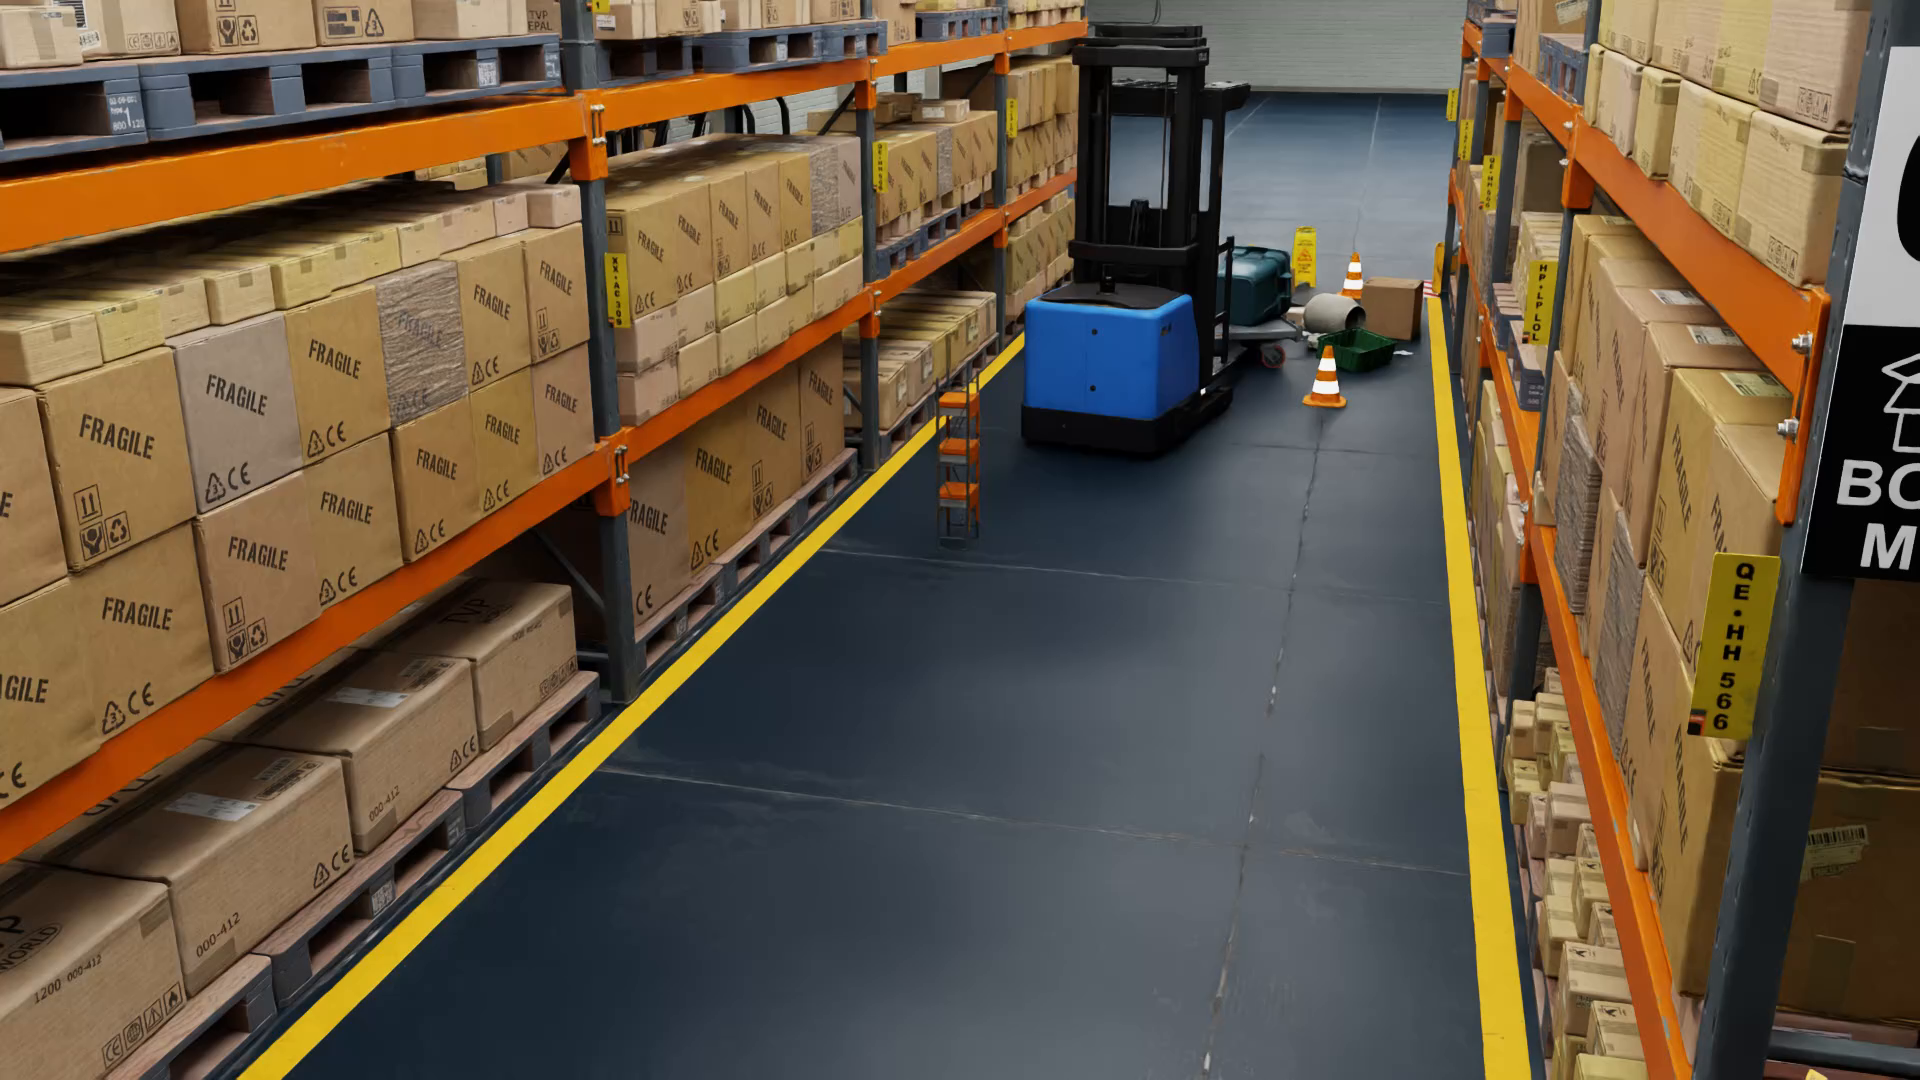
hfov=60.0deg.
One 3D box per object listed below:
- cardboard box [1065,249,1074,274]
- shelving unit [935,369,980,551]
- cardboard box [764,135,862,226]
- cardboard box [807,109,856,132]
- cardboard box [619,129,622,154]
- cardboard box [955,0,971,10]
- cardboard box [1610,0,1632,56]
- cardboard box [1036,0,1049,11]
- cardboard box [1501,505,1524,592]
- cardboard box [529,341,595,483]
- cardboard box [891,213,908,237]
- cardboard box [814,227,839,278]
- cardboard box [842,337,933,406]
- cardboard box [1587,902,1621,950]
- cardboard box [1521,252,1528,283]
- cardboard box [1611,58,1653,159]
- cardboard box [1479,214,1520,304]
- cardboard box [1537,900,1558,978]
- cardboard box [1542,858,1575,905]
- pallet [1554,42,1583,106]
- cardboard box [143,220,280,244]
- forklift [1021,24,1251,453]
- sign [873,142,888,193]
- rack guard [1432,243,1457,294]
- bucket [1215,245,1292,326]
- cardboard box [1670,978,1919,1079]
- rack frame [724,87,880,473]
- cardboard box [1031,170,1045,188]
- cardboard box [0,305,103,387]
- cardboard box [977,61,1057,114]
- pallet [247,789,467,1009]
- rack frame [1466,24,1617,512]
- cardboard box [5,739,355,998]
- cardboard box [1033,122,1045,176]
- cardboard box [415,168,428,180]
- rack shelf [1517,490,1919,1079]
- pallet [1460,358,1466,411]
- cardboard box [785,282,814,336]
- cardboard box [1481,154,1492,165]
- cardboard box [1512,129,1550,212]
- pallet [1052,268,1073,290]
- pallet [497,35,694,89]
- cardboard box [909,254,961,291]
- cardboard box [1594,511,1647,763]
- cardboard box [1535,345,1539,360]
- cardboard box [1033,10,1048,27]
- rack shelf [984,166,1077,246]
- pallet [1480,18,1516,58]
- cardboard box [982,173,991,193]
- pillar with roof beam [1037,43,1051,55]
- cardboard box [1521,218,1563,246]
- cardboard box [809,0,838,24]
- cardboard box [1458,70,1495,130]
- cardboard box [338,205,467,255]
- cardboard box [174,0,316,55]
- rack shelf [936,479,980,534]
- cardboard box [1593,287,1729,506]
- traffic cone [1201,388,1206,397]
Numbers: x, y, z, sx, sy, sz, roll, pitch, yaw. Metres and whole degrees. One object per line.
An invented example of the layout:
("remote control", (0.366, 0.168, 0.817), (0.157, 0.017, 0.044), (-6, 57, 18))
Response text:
("cardboard box", (0.951, -3.064, 18.121), (0.500, 0.250, 0.500), (5, 19, 13))
("shelving unit", (-0.013, -0.480, 9.969), (0.215, 1.050, 0.252), (5, 19, 13))
("cardboard box", (-0.934, -2.279, 10.516), (0.500, 0.500, 0.500), (4, 19, 12))
("cardboard box", (-0.935, -3.170, 12.559), (0.380, 0.149, 0.250), (4, 19, 11))
("cardboard box", (-4.047, -4.389, 18.242), (0.500, 0.500, 0.500), (4, 19, 12))
("cardboard box", (-0.215, -4.389, 13.339), (0.500, 0.250, 0.500), (5, 19, 14))
("cardboard box", (2.309, -1.625, 5.123), (0.500, 0.250, 0.500), (5, 19, 13))
("cardboard box", (0.541, -5.118, 15.664), (0.500, 0.250, 0.500), (5, 19, 14))
("cardboard box", (2.723, 0.048, 7.464), (0.500, 0.250, 0.500), (4, 19, 12))
("cardboard box", (-1.904, -0.569, 7.058), (0.500, 0.500, 0.500), (5, 19, 14))
("cardboard box", (-0.588, -2.276, 11.949), (0.380, 0.149, 0.250), (3, 19, 10))
("cardboard box", (-1.055, -1.774, 10.198), (0.500, 0.250, 0.500), (4, 19, 12))
("cardboard box", (-0.741, -1.304, 12.781), (0.950, 0.372, 0.625), (4, 19, 12))
("cardboard box", (2.058, 1.205, 4.860), (0.380, 0.149, 0.250), (4, 19, 12))
("cardboard box", (3.324, -1.497, 9.210), (0.380, 0.149, 0.250), (4, 19, 12))
("cardboard box", (2.157, -1.233, 4.747), (0.500, 0.250, 0.500), (6, 20, 16))
("cardboard box", (3.613, -1.791, 10.637), (0.500, 0.500, 0.500), (5, 19, 13))
("cardboard box", (2.108, 1.321, 5.440), (0.380, 0.149, 0.250), (4, 19, 12))
("cardboard box", (2.106, 1.179, 5.397), (0.380, 0.149, 0.250), (5, 19, 13))
("pallet", (3.040, -1.844, 6.594), (1.213, 0.211, 1.003), (5, 19, 13))
("cardboard box", (-2.631, -1.032, 5.863), (0.380, 0.149, 0.250), (5, 19, 13))
("forklift", (1.534, -2.438, 12.792), (1.130, 2.935, 3.031), (9, 21, 24))
("sign", (-0.522, -2.446, 10.917), (0.100, 0.325, 0.005), (5, 19, 13))
("rack guard", (5.724, -2.914, 17.945), (1.175, 0.500, 0.348), (5, 19, 13))
("bucket", (2.538, -2.230, 14.789), (0.726, 0.611, 0.620), (12, 32, 32))
("cardboard box", (1.614, 0.920, 3.241), (0.380, 0.149, 0.250), (5, 19, 13))
("rack frame", (-1.061, -1.941, 11.229), (1.000, 3.000, 0.127), (5, 19, 13))
("cardboard box", (0.626, -3.549, 16.327), (0.380, 0.149, 0.250), (5, 19, 14))
("cardboard box", (-2.491, -0.510, 4.336), (0.380, 0.149, 0.250), (5, 20, 15))
("cardboard box", (0.568, -4.461, 16.445), (0.700, 0.500, 0.500), (5, 19, 13))
("pallet", (-2.596, 1.248, 6.207), (1.003, 0.211, 1.213), (5, 19, 13))
("rack frame", (3.763, -1.582, 10.177), (1.000, 3.000, 0.127), (5, 19, 13))
("cardboard box", (-2.736, 1.078, 5.705), (0.875, 0.438, 0.875), (5, 20, 15))
("cardboard box", (0.529, -3.814, 16.099), (0.500, 0.500, 0.500), (4, 19, 13))
("cardboard box", (-5.019, -3.255, 14.536), (0.500, 0.250, 0.500), (5, 19, 14))
("rack shelf", (2.298, 0.639, 4.788), (1.077, 0.370, 4.000), (5, 19, 13))
("pallet", (4.625, -1.268, 13.573), (1.003, 0.211, 1.213), (5, 19, 13))
("cardboard box", (-1.181, -1.373, 9.799), (0.500, 0.250, 0.500), (4, 19, 13))
("cardboard box", (4.819, -3.023, 14.165), (0.875, 0.550, 0.550), (5, 19, 13))
("cardboard box", (4.005, -2.401, 10.874), (0.700, 0.500, 0.500), (4, 19, 13))
("pallet", (0.642, -2.853, 18.214), (1.003, 0.211, 1.213), (5, 19, 13))
("pallet", (-1.862, -2.307, 7.957), (0.805, 0.209, 1.217), (4, 19, 11))
("cardboard box", (-0.200, -2.654, 15.760), (0.500, 0.500, 0.500), (4, 19, 13))
("cardboard box", (1.914, 0.256, 4.183), (0.500, 0.500, 0.500), (5, 19, 14))
("cardboard box", (3.006, -0.956, 8.086), (0.380, 0.149, 0.250), (6, 20, 16))
("cardboard box", (0.630, -4.971, 15.848), (0.380, 0.149, 0.250), (4, 19, 12))
("rack shelf", (0.405, -3.481, 16.851), (1.077, 0.370, 4.000), (5, 19, 13))
("pallet", (3.869, -3.118, 10.326), (1.213, 0.211, 1.003), (6, 20, 16))
("cardboard box", (0.058, -3.091, 14.336), (0.380, 0.149, 0.250), (5, 19, 14))
("pillar with roof beam", (6.539, -16.594, 44.848), (9.100, 9.000, 0.400), (5, 19, 13))
("cardboard box", (3.400, -1.729, 9.427), (0.380, 0.149, 0.250), (4, 19, 12))
("cardboard box", (-1.119, -3.281, 9.708), (0.700, 0.500, 0.500), (4, 19, 11))
("cardboard box", (5.276, -4.213, 15.980), (0.875, 0.550, 0.550), (5, 19, 13))
("cardboard box", (-2.090, -1.161, 6.240), (0.380, 0.149, 0.250), (4, 19, 13))
("cardboard box", (-2.378, -1.766, 5.118), (0.500, 0.500, 0.500), (5, 19, 14))
("rack shelf", (-0.013, -0.207, 10.062), (0.215, 0.259, 0.240), (5, 19, 13))
("cardboard box", (2.048, -0.387, 4.518), (0.500, 0.500, 0.500), (4, 19, 11))
("traffic cone", (1.869, -1.325, 13.351), (0.336, 0.463, 0.334), (5, 19, 13))
